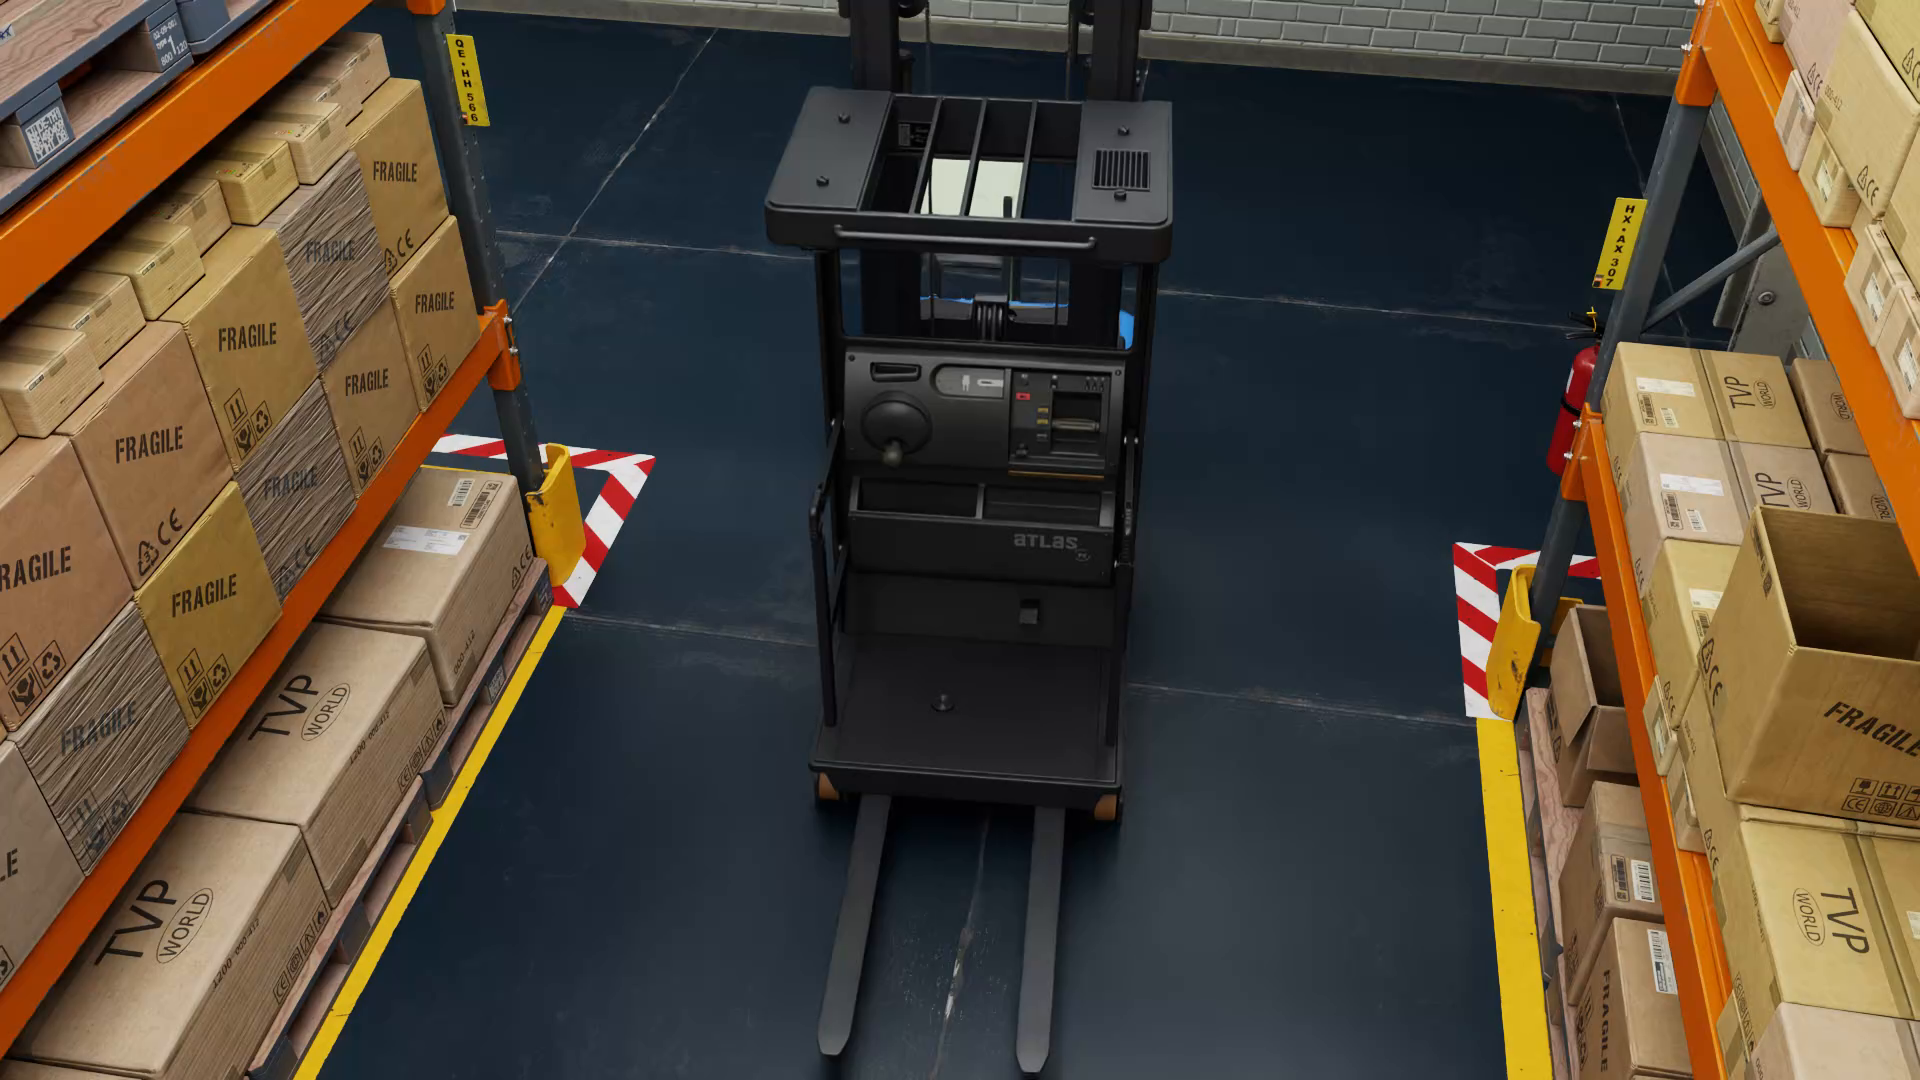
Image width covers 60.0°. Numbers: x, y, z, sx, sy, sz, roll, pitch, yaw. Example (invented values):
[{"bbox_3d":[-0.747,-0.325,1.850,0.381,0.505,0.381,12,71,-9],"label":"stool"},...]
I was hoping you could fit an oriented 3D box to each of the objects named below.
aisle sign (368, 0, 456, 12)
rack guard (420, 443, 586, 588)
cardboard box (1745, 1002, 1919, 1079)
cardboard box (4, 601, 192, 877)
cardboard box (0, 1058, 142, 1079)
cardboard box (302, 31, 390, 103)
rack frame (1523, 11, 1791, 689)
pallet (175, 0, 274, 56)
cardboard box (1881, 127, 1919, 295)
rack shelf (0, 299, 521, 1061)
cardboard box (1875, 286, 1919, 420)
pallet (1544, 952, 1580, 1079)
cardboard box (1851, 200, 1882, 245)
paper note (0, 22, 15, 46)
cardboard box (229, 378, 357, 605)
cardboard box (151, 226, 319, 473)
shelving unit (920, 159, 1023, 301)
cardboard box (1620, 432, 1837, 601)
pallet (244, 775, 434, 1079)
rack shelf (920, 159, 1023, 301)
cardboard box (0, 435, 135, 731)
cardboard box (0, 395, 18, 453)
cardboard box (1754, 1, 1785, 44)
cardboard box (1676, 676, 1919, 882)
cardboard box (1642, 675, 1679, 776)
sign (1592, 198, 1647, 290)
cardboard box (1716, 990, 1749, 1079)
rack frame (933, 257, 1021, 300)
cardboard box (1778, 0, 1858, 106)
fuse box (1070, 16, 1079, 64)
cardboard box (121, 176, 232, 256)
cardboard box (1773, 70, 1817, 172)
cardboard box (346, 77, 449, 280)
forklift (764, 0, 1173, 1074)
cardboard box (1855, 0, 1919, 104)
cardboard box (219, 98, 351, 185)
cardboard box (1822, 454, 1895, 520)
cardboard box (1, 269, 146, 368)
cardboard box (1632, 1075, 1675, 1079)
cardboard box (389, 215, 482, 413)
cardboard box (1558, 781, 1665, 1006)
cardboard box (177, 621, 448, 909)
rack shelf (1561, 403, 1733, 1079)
[{"bbox_3d":[-1.904,-2.118,5.418,0.394,0.787,0.004,6,40,8],"label":"aisle sign"},{"bbox_3d":[-2.218,-0.157,7.048,1.175,0.500,0.348,6,40,8],"label":"rack guard"},{"bbox_3d":[1.895,1.230,3.292,0.500,0.250,0.500,7,40,8],"label":"cardboard box"},{"bbox_3d":[-2.392,0.474,4.244,0.500,0.500,0.500,7,40,8],"label":"cardboard box"},{"bbox_3d":[-2.700,1.848,4.342,0.875,0.438,0.875,6,40,7],"label":"cardboard box"},{"bbox_3d":[-2.087,-1.532,5.377,0.380,0.149,0.250,7,40,8],"label":"cardboard box"},{"bbox_3d":[2.667,-0.561,5.574,1.000,3.000,0.127,6,40,8],"label":"rack frame"},{"bbox_3d":[-2.340,-1.761,4.741,1.003,0.211,1.213,6,40,8],"label":"pallet"},{"bbox_3d":[2.086,-0.557,3.100,0.500,0.250,0.500,6,40,7],"label":"cardboard box"},{"bbox_3d":[-2.568,0.427,4.944,1.077,0.370,4.000,6,40,8],"label":"rack shelf"},{"bbox_3d":[1.984,-0.337,3.147,0.380,0.149,0.250,7,40,9],"label":"cardboard box"},{"bbox_3d":[2.304,1.826,4.876,1.003,0.211,1.213,6,40,8],"label":"pallet"},{"bbox_3d":[2.138,-0.647,3.521,0.380,0.149,0.250,6,40,7],"label":"cardboard box"},{"bbox_3d":[-2.012,-1.042,3.470,0.006,0.032,0.123,6,40,8],"label":"paper note"},{"bbox_3d":[-2.226,-0.175,5.029,0.500,0.500,0.500,7,40,9],"label":"cardboard box"},{"bbox_3d":[-2.221,-0.559,4.709,0.500,0.500,0.500,6,40,7],"label":"cardboard box"},{"bbox_3d":[0.043,-1.013,7.298,0.431,1.500,0.755,4,40,4],"label":"shelving unit"},{"bbox_3d":[2.237,-0.046,4.836,0.500,0.250,0.500,7,40,8],"label":"cardboard box"},{"bbox_3d":[-2.497,1.243,5.581,1.003,0.211,1.213,6,40,8],"label":"pallet"},{"bbox_3d":[0.043,-1.314,7.049,0.431,0.370,0.720,4,40,4],"label":"rack shelf"},{"bbox_3d":[-2.400,0.072,3.946,0.500,0.500,0.500,7,40,9],"label":"cardboard box"},{"bbox_3d":[-2.432,-0.246,3.821,0.380,0.149,0.250,6,40,8],"label":"cardboard box"},{"bbox_3d":[2.383,-1.445,4.487,0.380,0.149,0.250,7,40,9],"label":"cardboard box"},{"bbox_3d":[2.085,0.596,4.060,0.500,0.250,0.500,5,40,7],"label":"cardboard box"},{"bbox_3d":[2.068,0.515,4.470,0.380,0.149,0.250,5,40,6],"label":"cardboard box"},{"bbox_3d":[2.133,-0.954,5.370,0.100,0.325,0.005,6,40,8],"label":"sign"},{"bbox_3d":[1.915,1.162,3.688,0.380,0.149,0.250,6,40,7],"label":"cardboard box"},{"bbox_3d":[0.079,-1.245,7.579,0.400,1.500,0.023,4,40,4],"label":"rack frame"},{"bbox_3d":[2.254,-1.204,3.882,0.500,0.250,0.500,7,40,9],"label":"cardboard box"},{"bbox_3d":[0.774,-3.827,10.536,0.539,1.711,0.414,6,40,8],"label":"fuse box"},{"bbox_3d":[-2.268,-0.889,4.599,0.380,0.149,0.250,6,40,7],"label":"cardboard box"},{"bbox_3d":[2.158,-0.974,3.917,0.380,0.149,0.250,7,40,9],"label":"cardboard box"},{"bbox_3d":[-2.071,-1.201,5.485,0.500,0.500,0.500,8,40,9],"label":"cardboard box"},{"bbox_3d":[0.059,-0.345,5.367,1.130,2.935,3.031,4,40,4],"label":"forklift"},{"bbox_3d":[2.163,-1.081,3.342,0.500,0.250,0.500,6,40,7],"label":"cardboard box"},{"bbox_3d":[-2.069,-1.199,4.974,0.380,0.149,0.250,6,40,7],"label":"cardboard box"},{"bbox_3d":[2.759,0.024,4.751,0.500,0.250,0.500,7,40,8],"label":"cardboard box"},{"bbox_3d":[-2.318,-0.563,4.204,0.380,0.149,0.250,8,40,9],"label":"cardboard box"},{"bbox_3d":[2.102,1.798,4.353,0.700,0.500,0.500,5,40,6],"label":"cardboard box"},{"bbox_3d":[-2.045,-0.812,5.800,0.500,0.500,0.500,7,40,8],"label":"cardboard box"},{"bbox_3d":[2.282,1.147,5.141,0.700,0.500,0.500,8,40,9],"label":"cardboard box"},{"bbox_3d":[-2.388,0.721,5.706,0.875,0.438,0.875,7,40,9],"label":"cardboard box"},{"bbox_3d":[2.321,0.972,4.285,1.077,0.370,4.000,6,40,8],"label":"rack shelf"}]
